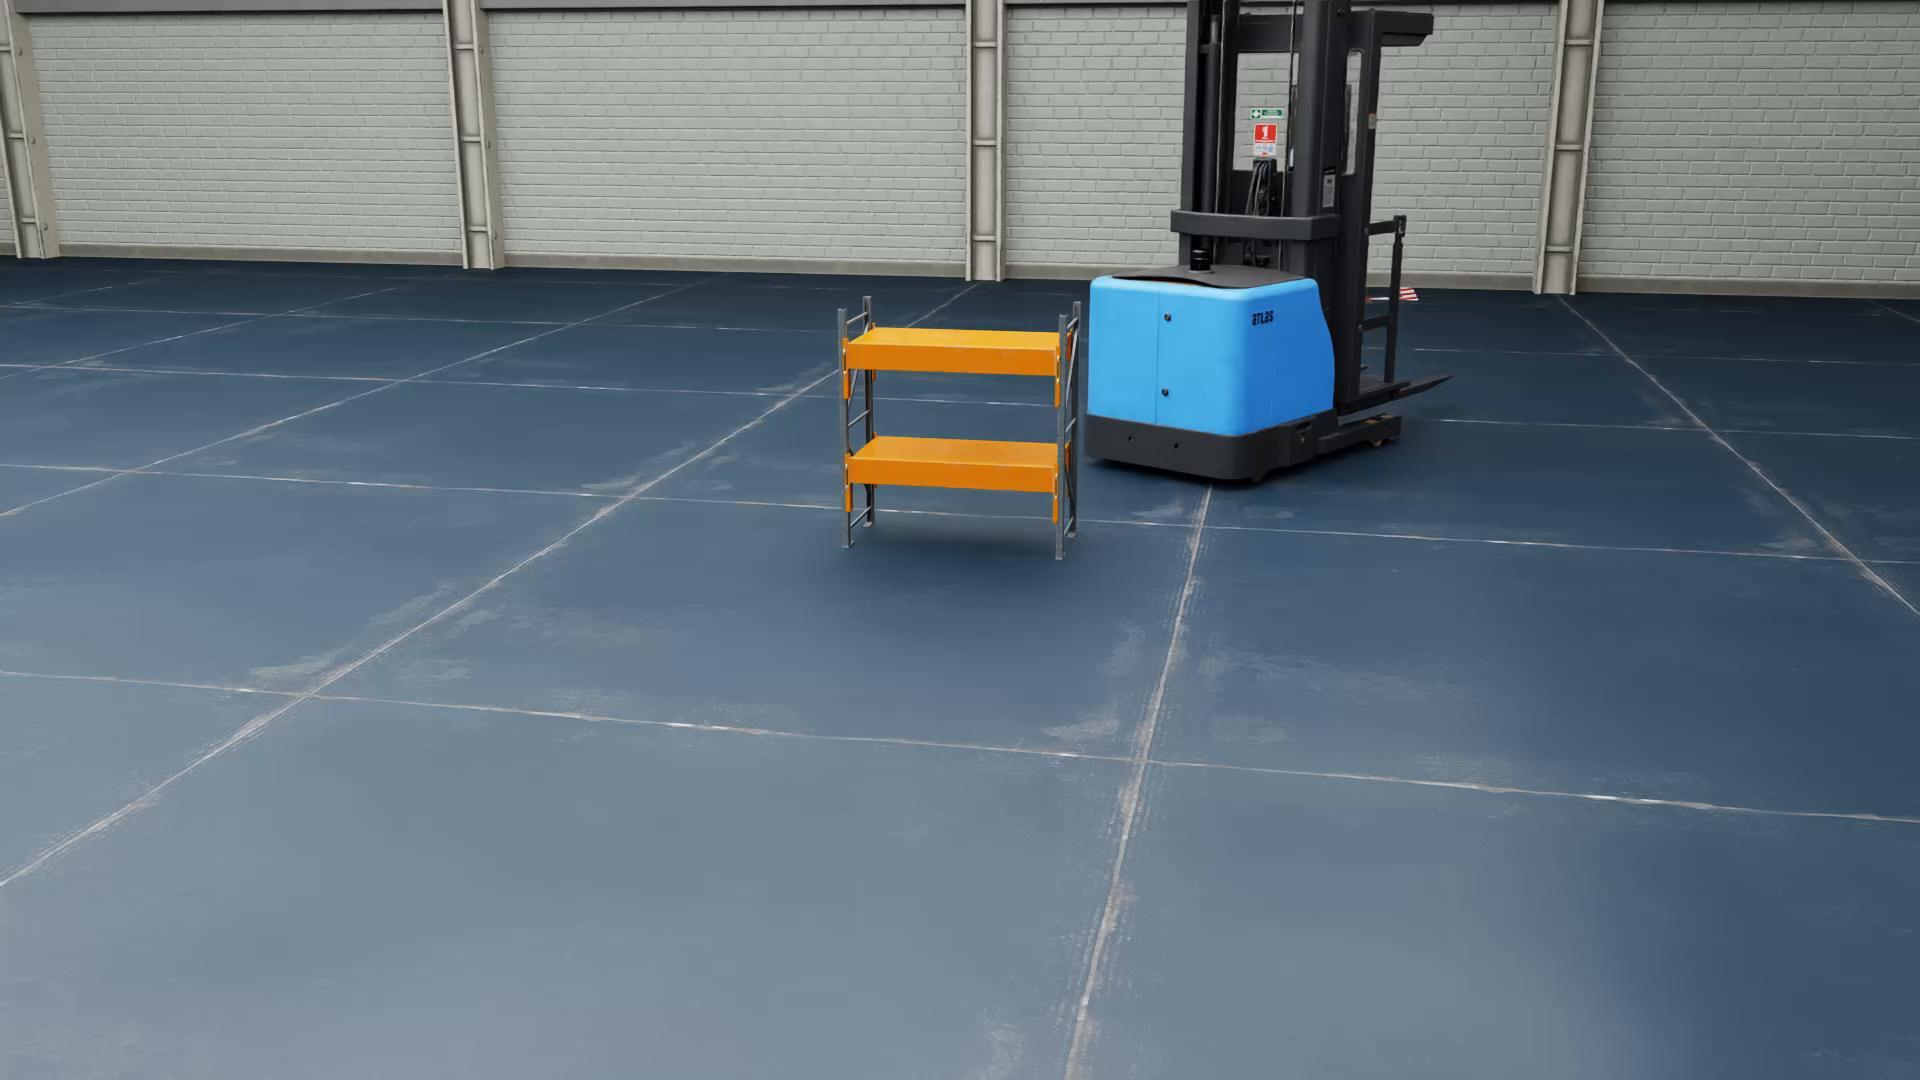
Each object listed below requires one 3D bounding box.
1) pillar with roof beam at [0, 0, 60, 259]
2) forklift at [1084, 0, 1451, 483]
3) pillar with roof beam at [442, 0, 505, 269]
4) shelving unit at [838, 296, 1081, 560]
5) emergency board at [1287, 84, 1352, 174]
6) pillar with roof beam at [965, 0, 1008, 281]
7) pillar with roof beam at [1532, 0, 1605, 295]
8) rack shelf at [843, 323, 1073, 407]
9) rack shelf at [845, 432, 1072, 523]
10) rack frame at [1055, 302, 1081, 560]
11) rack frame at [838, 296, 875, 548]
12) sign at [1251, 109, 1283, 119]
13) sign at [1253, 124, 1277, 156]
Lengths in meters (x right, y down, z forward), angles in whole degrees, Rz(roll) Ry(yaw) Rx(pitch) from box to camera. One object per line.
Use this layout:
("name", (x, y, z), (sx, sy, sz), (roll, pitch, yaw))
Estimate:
("pillar with roof beam", (-12.332, -6.740, 15.467), (0.400, 9.000, 9.100), (3, 16, 11))
("forklift", (2.051, -2.050, 9.901), (1.130, 2.935, 3.031), (13, 20, 39))
("pillar with roof beam", (-6.453, -6.421, 14.314), (0.400, 9.000, 9.100), (3, 16, 11))
("shelving unit", (0.007, -0.542, 7.841), (1.048, 1.125, 0.538), (3, 16, 11))
("emergency board", (3.750, -4.159, 17.387), (0.643, 1.169, 0.194), (3, 16, 11))
("pillar with roof beam", (-0.573, -6.102, 13.162), (0.400, 9.000, 9.100), (3, 16, 11))
("pillar with roof beam", (5.307, -5.782, 12.010), (0.400, 9.000, 9.100), (3, 16, 11))
("rack shelf", (0.007, -0.824, 7.762), (1.000, 0.278, 0.538), (3, 16, 11))
("rack shelf", (0.007, -0.306, 7.906), (1.000, 0.278, 0.538), (3, 16, 11))
("rack frame", (0.505, -0.515, 7.743), (0.032, 1.125, 0.500), (3, 16, 11))
("rack frame", (-0.492, -0.569, 7.938), (0.032, 1.125, 0.500), (3, 16, 11))
("sign", (3.232, -4.485, 17.506), (0.331, 0.109, 0.001), (3, 16, 11))
("sign", (3.229, -4.232, 17.586), (0.234, 0.329, 0.001), (3, 16, 11))
